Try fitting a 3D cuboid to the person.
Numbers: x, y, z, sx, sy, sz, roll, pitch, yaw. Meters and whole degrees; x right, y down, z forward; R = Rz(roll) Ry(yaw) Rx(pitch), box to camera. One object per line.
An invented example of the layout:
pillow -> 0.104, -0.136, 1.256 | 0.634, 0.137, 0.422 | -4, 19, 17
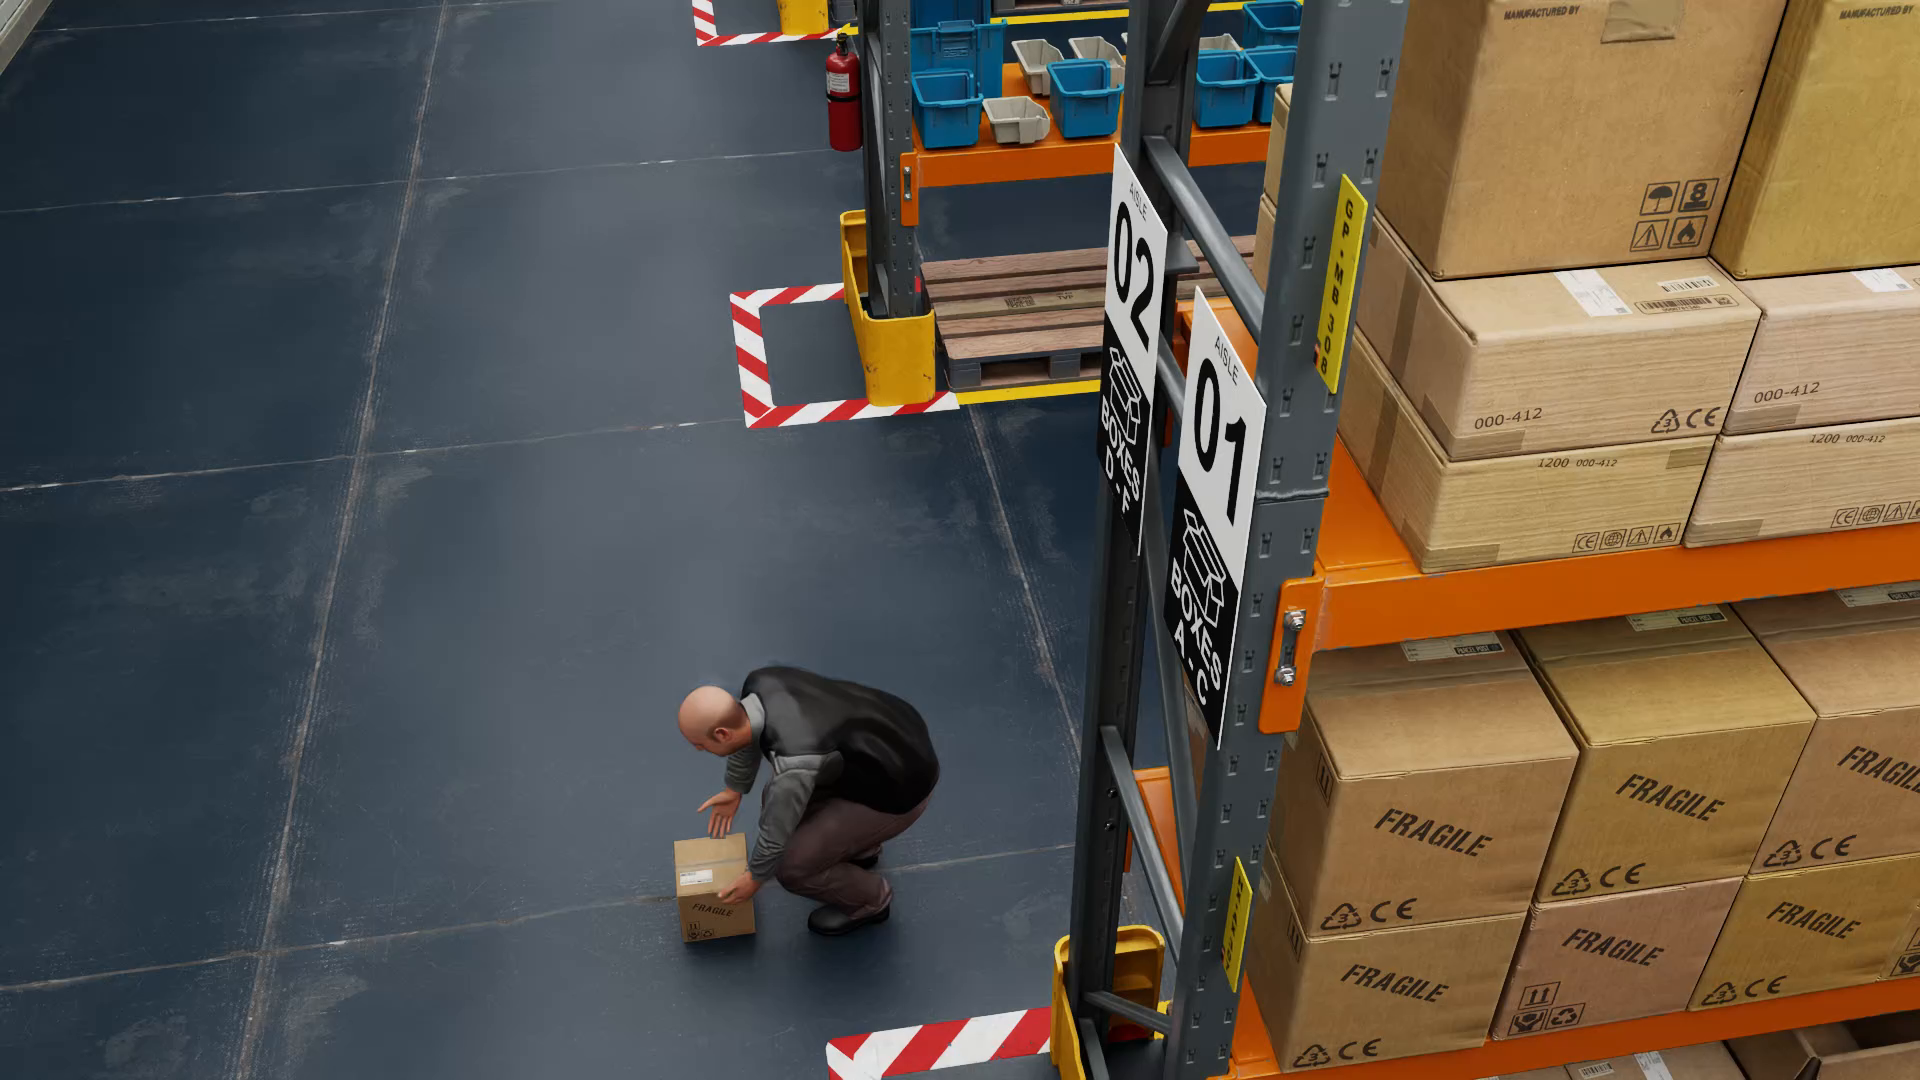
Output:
person -> -0.485, 0.858, 5.585 | 0.831, 1.111, 0.564 | -8, 39, -10
